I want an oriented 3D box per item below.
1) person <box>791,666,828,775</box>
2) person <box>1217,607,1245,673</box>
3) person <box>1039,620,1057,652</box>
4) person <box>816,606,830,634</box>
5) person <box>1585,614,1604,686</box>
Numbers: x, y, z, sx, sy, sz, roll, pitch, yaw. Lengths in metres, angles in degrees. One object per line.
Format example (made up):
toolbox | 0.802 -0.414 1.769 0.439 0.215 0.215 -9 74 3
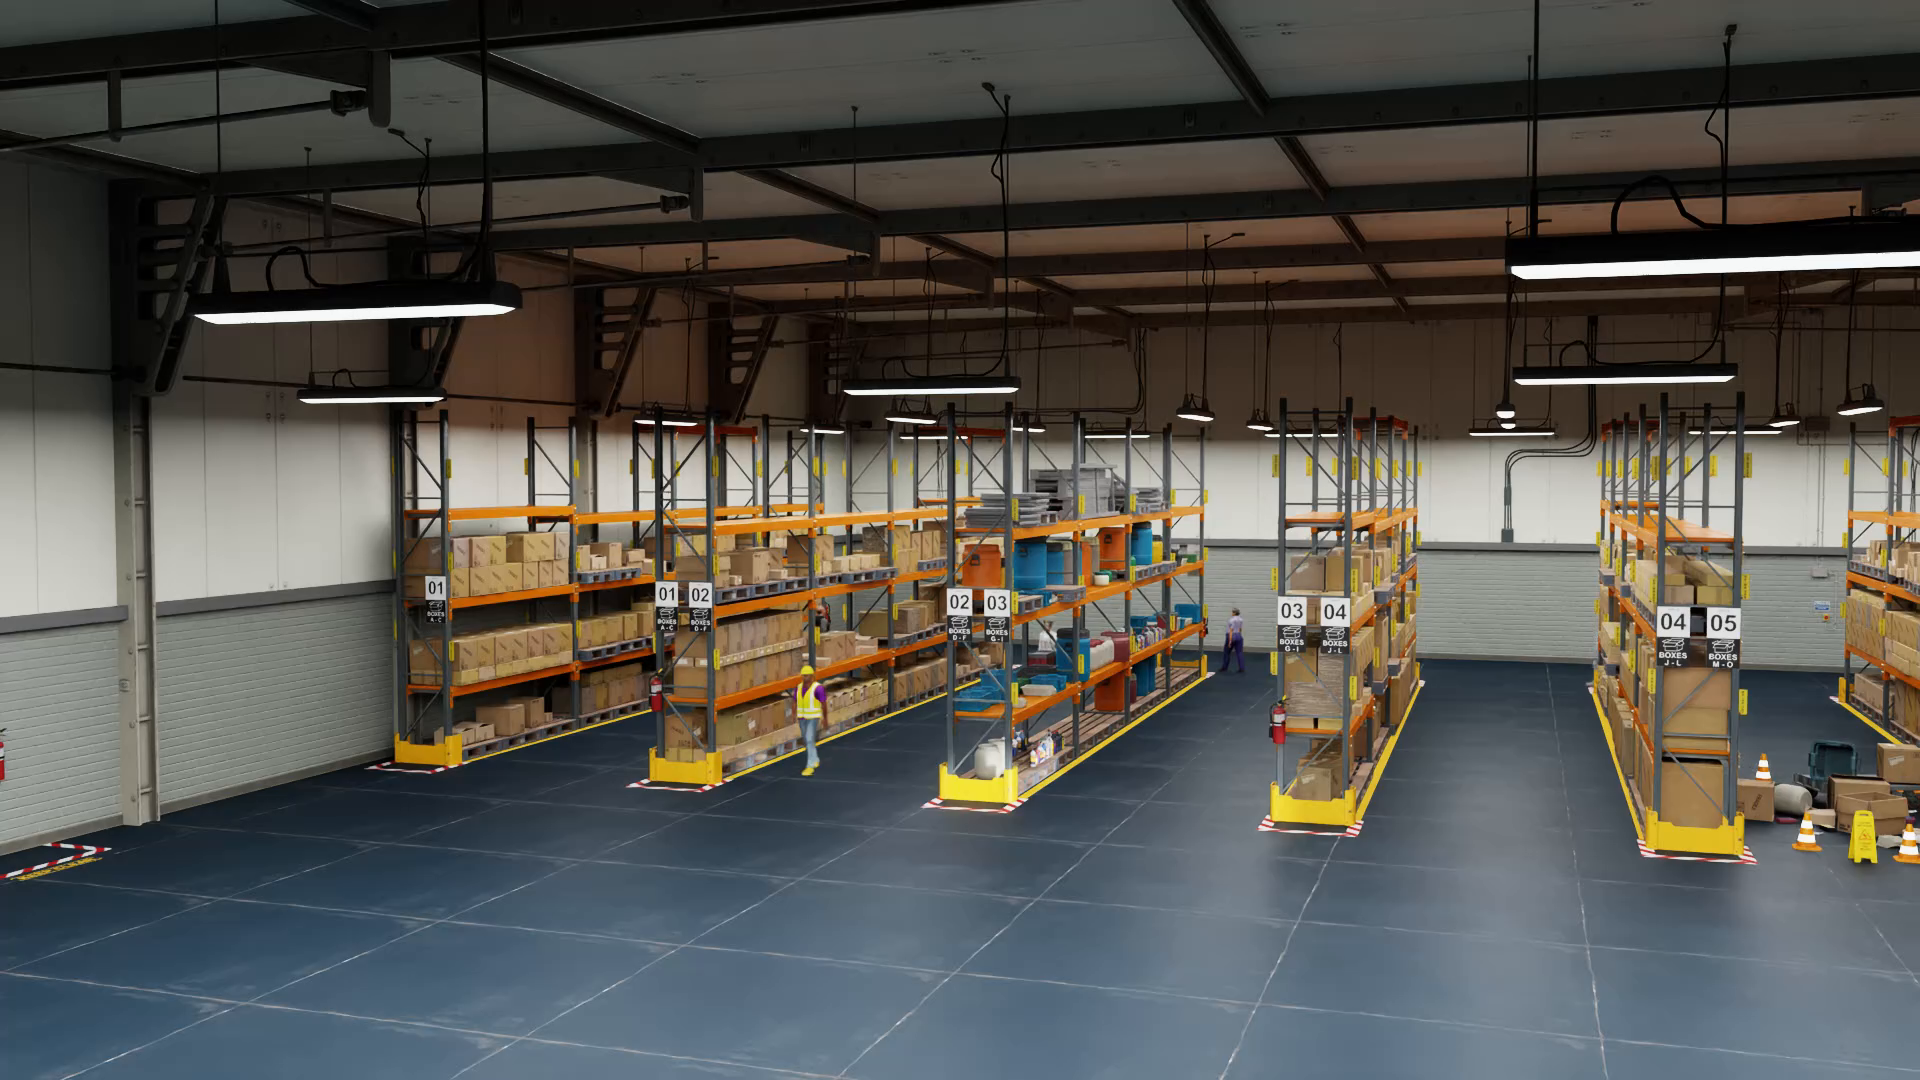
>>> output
person | -2.522 2.947 27.433 0.646 1.730 0.853 2 3 36
person | 6.676 2.441 40.674 0.491 1.603 0.874 -1 3 -23
person | 1.938 2.601 36.703 0.543 1.686 0.630 1 3 29
person | -3.329 2.427 40.138 0.522 1.674 1.018 2 3 40
person | 14.794 2.490 38.094 0.896 1.748 0.549 1 3 12
